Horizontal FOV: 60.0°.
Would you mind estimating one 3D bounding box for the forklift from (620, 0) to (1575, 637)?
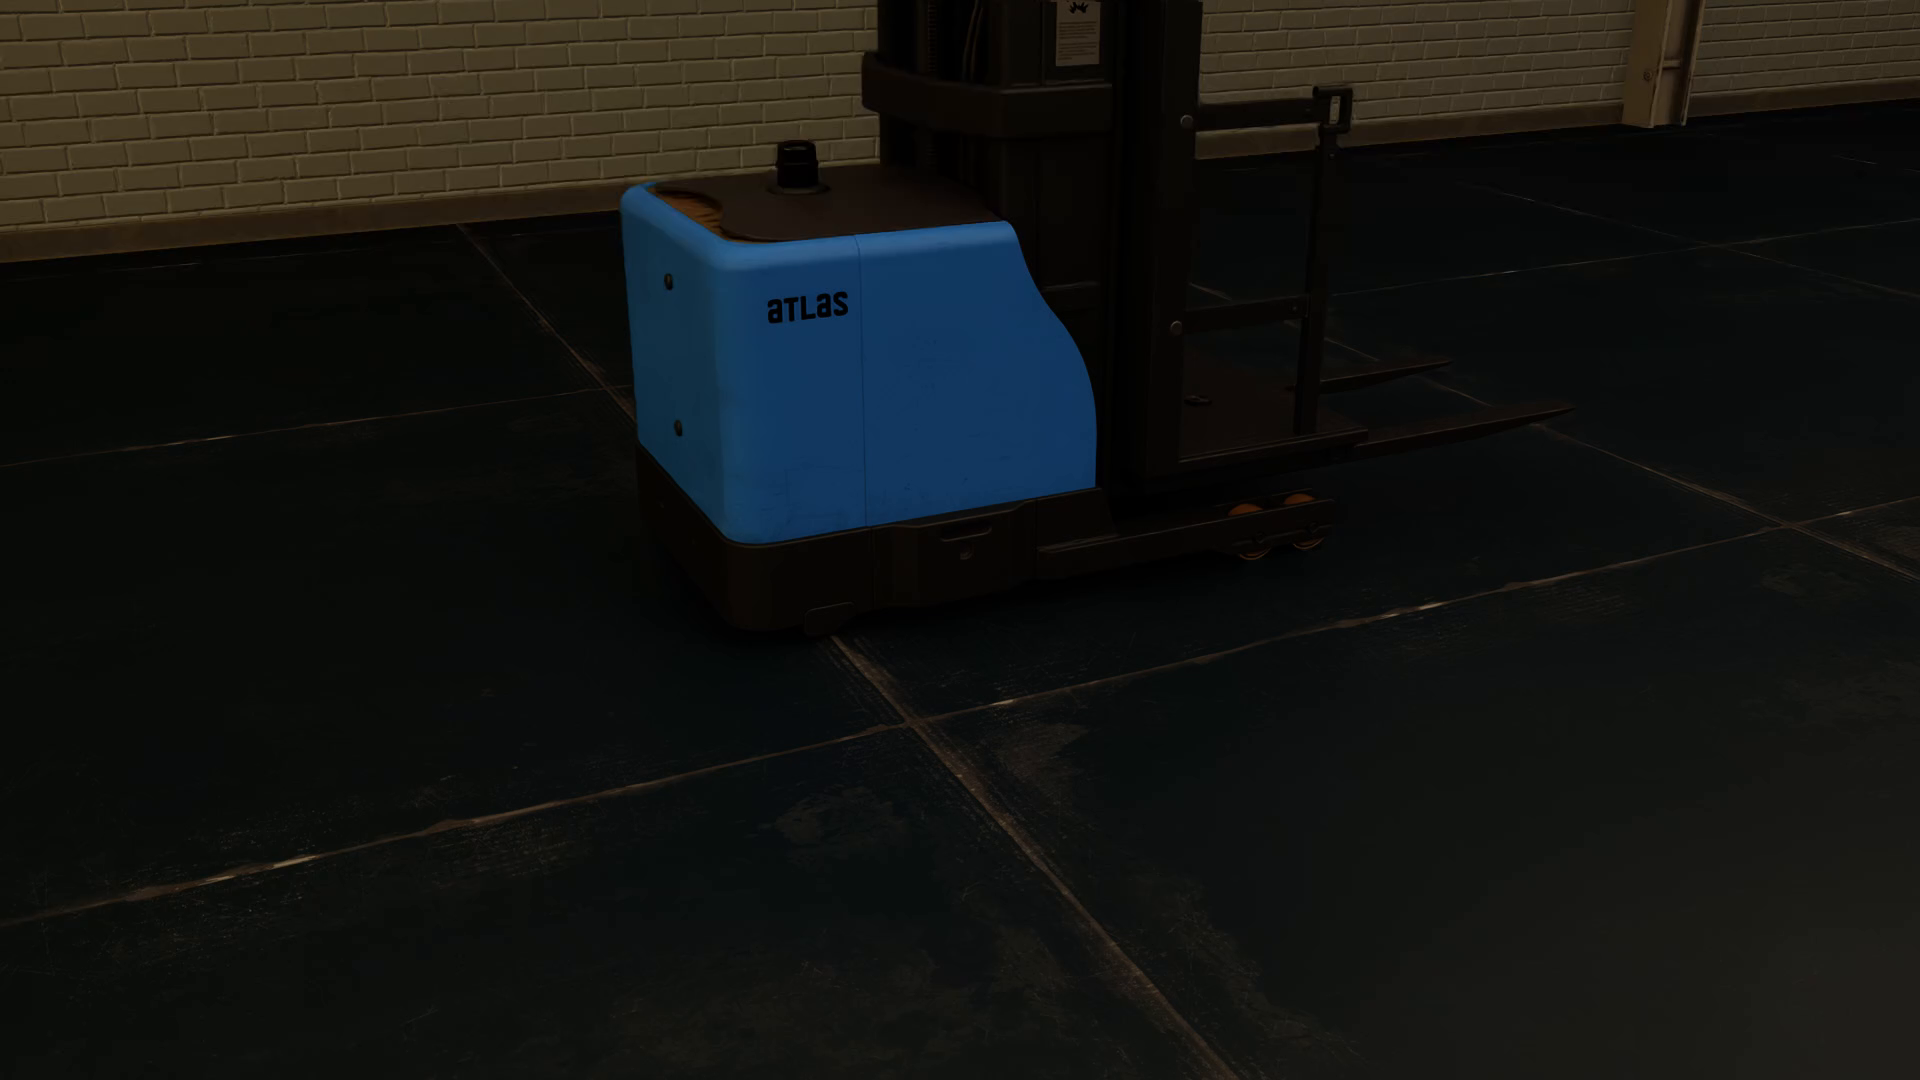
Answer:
[{"bbox_3d":[0.569,-1.465,4.812,3.031,2.935,1.130,-10,25,-23],"label":"forklift"}]
